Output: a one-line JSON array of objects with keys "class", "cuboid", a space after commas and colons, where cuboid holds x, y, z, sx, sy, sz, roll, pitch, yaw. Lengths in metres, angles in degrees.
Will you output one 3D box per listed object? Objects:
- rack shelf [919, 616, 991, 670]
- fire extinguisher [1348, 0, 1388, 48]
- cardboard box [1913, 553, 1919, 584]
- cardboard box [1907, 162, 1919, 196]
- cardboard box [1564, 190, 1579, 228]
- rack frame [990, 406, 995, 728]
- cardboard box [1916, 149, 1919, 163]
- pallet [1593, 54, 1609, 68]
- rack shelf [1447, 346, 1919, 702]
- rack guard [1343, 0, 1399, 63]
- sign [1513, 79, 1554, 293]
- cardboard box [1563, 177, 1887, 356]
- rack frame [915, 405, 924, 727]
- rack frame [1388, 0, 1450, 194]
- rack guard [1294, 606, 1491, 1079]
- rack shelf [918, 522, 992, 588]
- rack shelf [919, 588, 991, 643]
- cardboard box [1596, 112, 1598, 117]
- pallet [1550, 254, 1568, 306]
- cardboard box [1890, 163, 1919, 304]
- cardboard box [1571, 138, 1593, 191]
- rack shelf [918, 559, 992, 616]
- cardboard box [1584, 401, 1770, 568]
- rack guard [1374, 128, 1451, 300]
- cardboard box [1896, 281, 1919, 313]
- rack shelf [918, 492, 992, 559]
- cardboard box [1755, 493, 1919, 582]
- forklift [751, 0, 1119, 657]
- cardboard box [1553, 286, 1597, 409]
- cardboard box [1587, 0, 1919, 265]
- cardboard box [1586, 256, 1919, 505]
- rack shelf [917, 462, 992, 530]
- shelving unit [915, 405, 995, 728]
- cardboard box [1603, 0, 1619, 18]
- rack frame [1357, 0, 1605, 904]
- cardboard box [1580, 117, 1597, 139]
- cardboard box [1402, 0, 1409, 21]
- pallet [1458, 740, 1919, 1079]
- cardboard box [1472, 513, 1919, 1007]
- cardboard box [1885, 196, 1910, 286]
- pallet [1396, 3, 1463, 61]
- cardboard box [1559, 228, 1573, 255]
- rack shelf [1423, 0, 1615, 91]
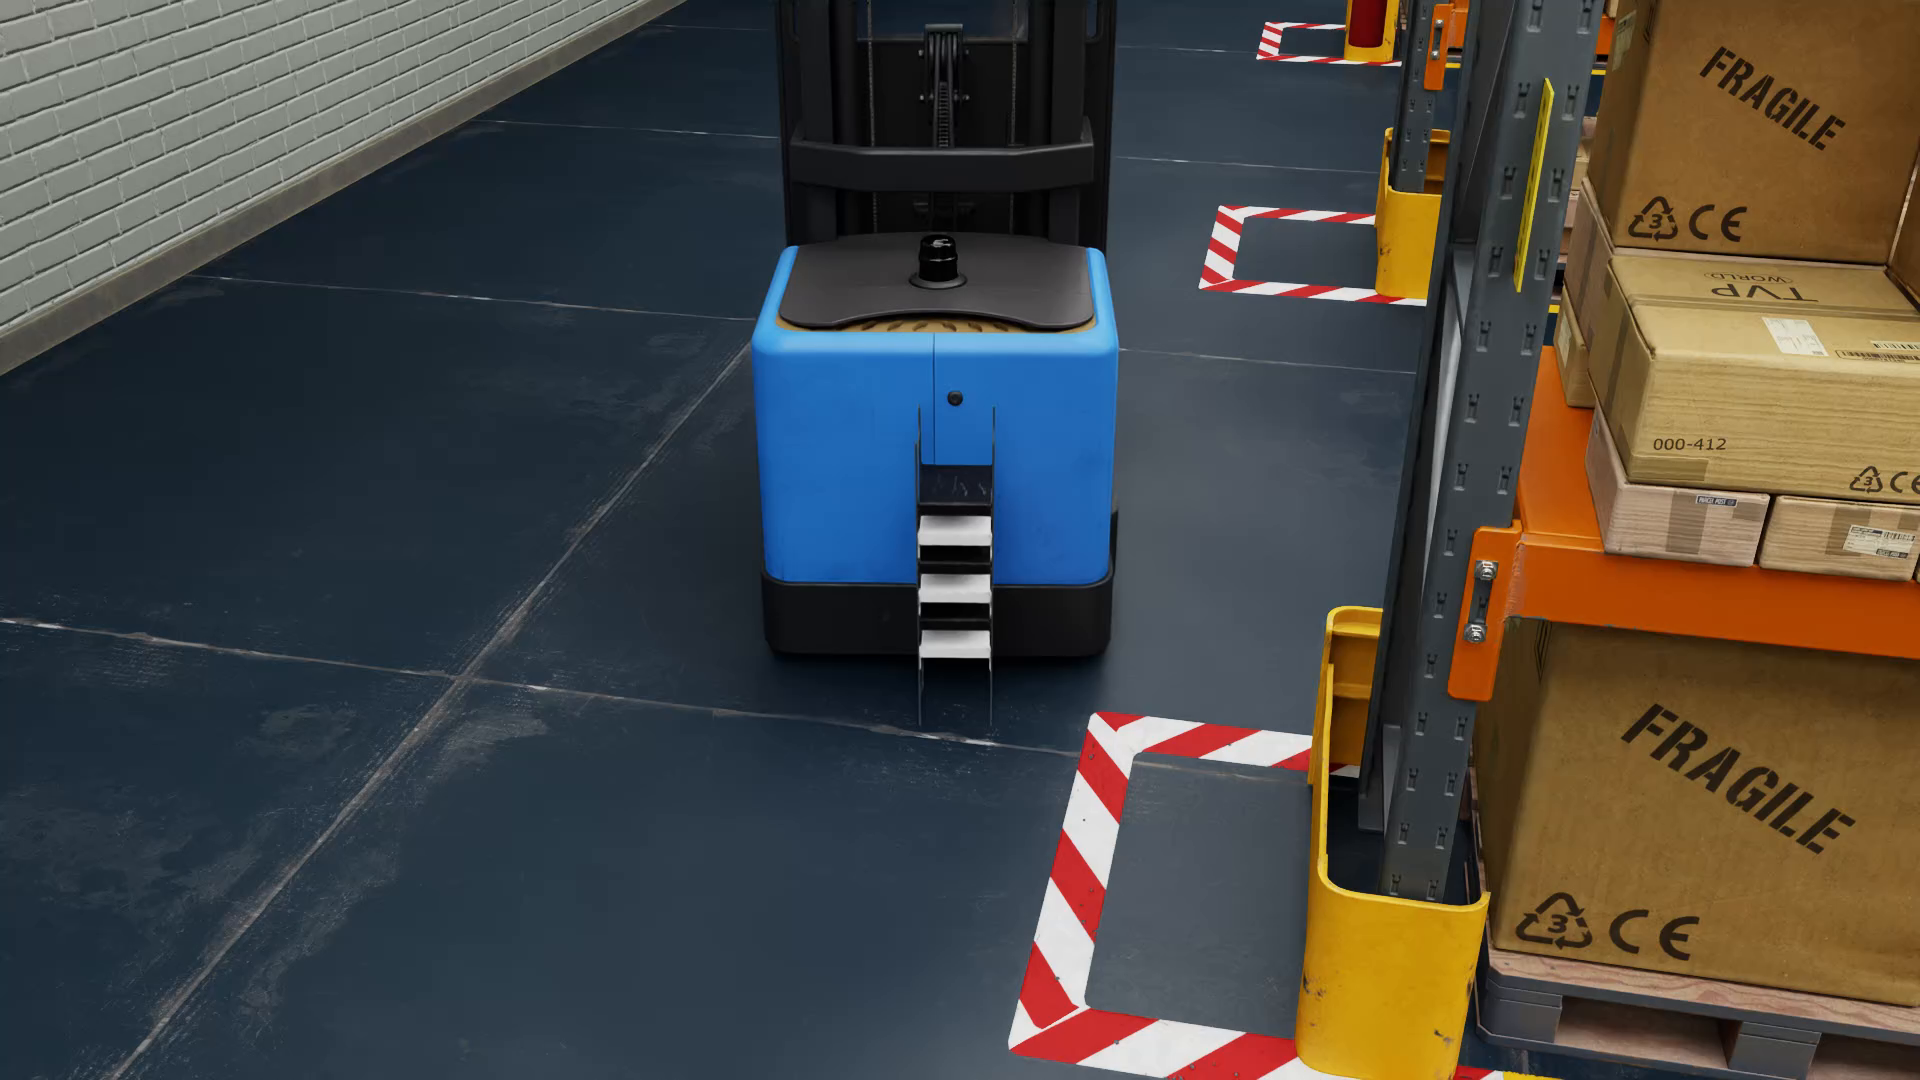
[{"class": "rack shelf", "cuboid": [-0.011, 0.272, 4.760, 0.200, 0.077, 0.258, 1, 29, 1]}, {"class": "fire extinguisher", "cuboid": [2.029, -2.778, 8.170, 0.183, 0.674, 0.296, 6, 29, 11]}, {"class": "cardboard box", "cuboid": [1.825, -0.063, 3.003, 0.250, 0.149, 0.380, 5, 29, 9]}, {"class": "cardboard box", "cuboid": [4.178, -1.613, 7.485, 0.250, 0.149, 0.380, 6, 29, 11]}, {"class": "cardboard box", "cuboid": [2.894, -1.571, 7.717, 0.250, 0.149, 0.380, 6, 29, 10]}, {"class": "rack frame", "cuboid": [0.090, 0.086, 4.655, 0.006, 0.900, 0.240, 1, 29, 1]}, {"class": "cardboard box", "cuboid": [4.508, -1.785, 7.798, 0.250, 0.149, 0.380, 5, 29, 8]}, {"class": "pallet", "cuboid": [5.102, -3.679, 12.249, 1.213, 0.211, 1.003, 6, 29, 11]}, {"class": "rack shelf", "cuboid": [3.001, 0.102, 3.190, 4.000, 0.370, 1.077, 6, 29, 11]}, {"class": "rack guard", "cuboid": [3.091, -3.974, 12.489, 0.348, 0.500, 1.175, 6, 29, 11]}, {"class": "sign", "cuboid": [0.923, -0.569, 2.682, 0.005, 0.325, 0.100, 6, 29, 11]}, {"class": "cardboard box", "cuboid": [1.574, -0.555, 3.487, 0.500, 0.250, 0.500, 5, 29, 10]}, {"class": "rack frame", "cuboid": [-0.113, 0.084, 4.659, 0.006, 0.900, 0.240, 1, 29, 1]}, {"class": "rack frame", "cuboid": [2.179, -2.734, 7.620, 0.127, 3.000, 1.000, 6, 29, 11]}, {"class": "rack guard", "cuboid": [1.021, 0.680, 3.988, 0.348, 0.500, 1.175, 6, 29, 11]}, {"class": "rack shelf", "cuboid": [-0.011, 0.035, 4.629, 0.200, 0.077, 0.258, 1, 29, 1]}, {"class": "rack shelf", "cuboid": [-0.011, 0.193, 4.716, 0.200, 0.077, 0.258, 1, 29, 1]}, {"class": "cardboard box", "cuboid": [3.264, -1.976, 8.147, 0.250, 0.149, 0.380, 5, 29, 9]}, {"class": "pallet", "cuboid": [3.041, -1.405, 8.096, 1.213, 0.211, 1.003, 6, 29, 11]}, {"class": "cardboard box", "cuboid": [1.947, -0.583, 2.757, 0.500, 0.500, 0.500, 5, 29, 9]}, {"class": "cardboard box", "cuboid": [2.916, -1.745, 7.726, 0.250, 0.149, 0.380, 6, 29, 11]}, {"class": "rack shelf", "cuboid": [-0.011, 0.114, 4.673, 0.200, 0.077, 0.258, 1, 29, 1]}, {"class": "cardboard box", "cuboid": [1.323, -0.114, 3.096, 0.250, 0.149, 0.380, 6, 29, 11]}, {"class": "rack guard", "cuboid": [2.254, -1.630, 8.206, 0.348, 0.500, 1.175, 6, 29, 11]}, {"class": "cardboard box", "cuboid": [1.968, -0.255, 2.939, 0.500, 0.250, 0.500, 6, 29, 10]}, {"class": "rack shelf", "cuboid": [-0.011, -0.043, 4.586, 0.200, 0.077, 0.258, 1, 29, 1]}, {"class": "cardboard box", "cuboid": [1.574, -0.089, 3.050, 0.250, 0.149, 0.380, 5, 29, 10]}, {"class": "forklift", "cuboid": [-0.040, -1.605, 5.629, 1.130, 2.935, 3.031, 1, 29, 1]}, {"class": "cardboard box", "cuboid": [1.462, -0.423, 3.661, 0.250, 0.149, 0.380, 6, 29, 12]}, {"class": "cardboard box", "cuboid": [1.576, -0.883, 3.304, 0.500, 0.500, 0.500, 6, 29, 11]}, {"class": "cardboard box", "cuboid": [1.458, -0.304, 3.029, 0.500, 0.250, 0.500, 5, 29, 9]}, {"class": "rack shelf", "cuboid": [-0.011, -0.122, 4.543, 0.200, 0.077, 0.258, 1, 29, 1]}, {"class": "shelving unit", "cuboid": [-0.011, 0.085, 4.657, 0.210, 0.900, 0.258, 1, 29, 1]}, {"class": "cardboard box", "cuboid": [2.937, -2.379, 7.233, 0.250, 0.149, 0.380, 5, 29, 9]}, {"class": "rack frame", "cuboid": [1.045, -0.415, 3.384, 0.127, 3.000, 1.000, 6, 29, 11]}, {"class": "cardboard box", "cuboid": [2.984, -1.942, 8.086, 0.250, 0.149, 0.380, 6, 29, 12]}, {"class": "cardboard box", "cuboid": [3.781, -4.110, 12.364, 0.875, 0.438, 0.875, 5, 29, 9]}, {"class": "pallet", "cuboid": [1.843, 0.852, 3.974, 1.213, 0.211, 1.003, 6, 29, 11]}, {"class": "cardboard box", "cuboid": [1.687, 0.360, 3.744, 0.875, 0.875, 0.875, 6, 29, 11]}, {"class": "cardboard box", "cuboid": [2.070, -0.504, 3.393, 0.500, 0.250, 0.500, 5, 29, 10]}, {"class": "pallet", "cuboid": [3.913, -3.802, 12.475, 1.213, 0.211, 1.003, 6, 29, 11]}, {"class": "cardboard box", "cuboid": [2.898, -1.477, 7.855, 0.250, 0.149, 0.380, 6, 29, 10]}, {"class": "rack shelf", "cuboid": [4.135, -2.218, 7.426, 4.000, 0.370, 1.077, 6, 29, 11]}]
